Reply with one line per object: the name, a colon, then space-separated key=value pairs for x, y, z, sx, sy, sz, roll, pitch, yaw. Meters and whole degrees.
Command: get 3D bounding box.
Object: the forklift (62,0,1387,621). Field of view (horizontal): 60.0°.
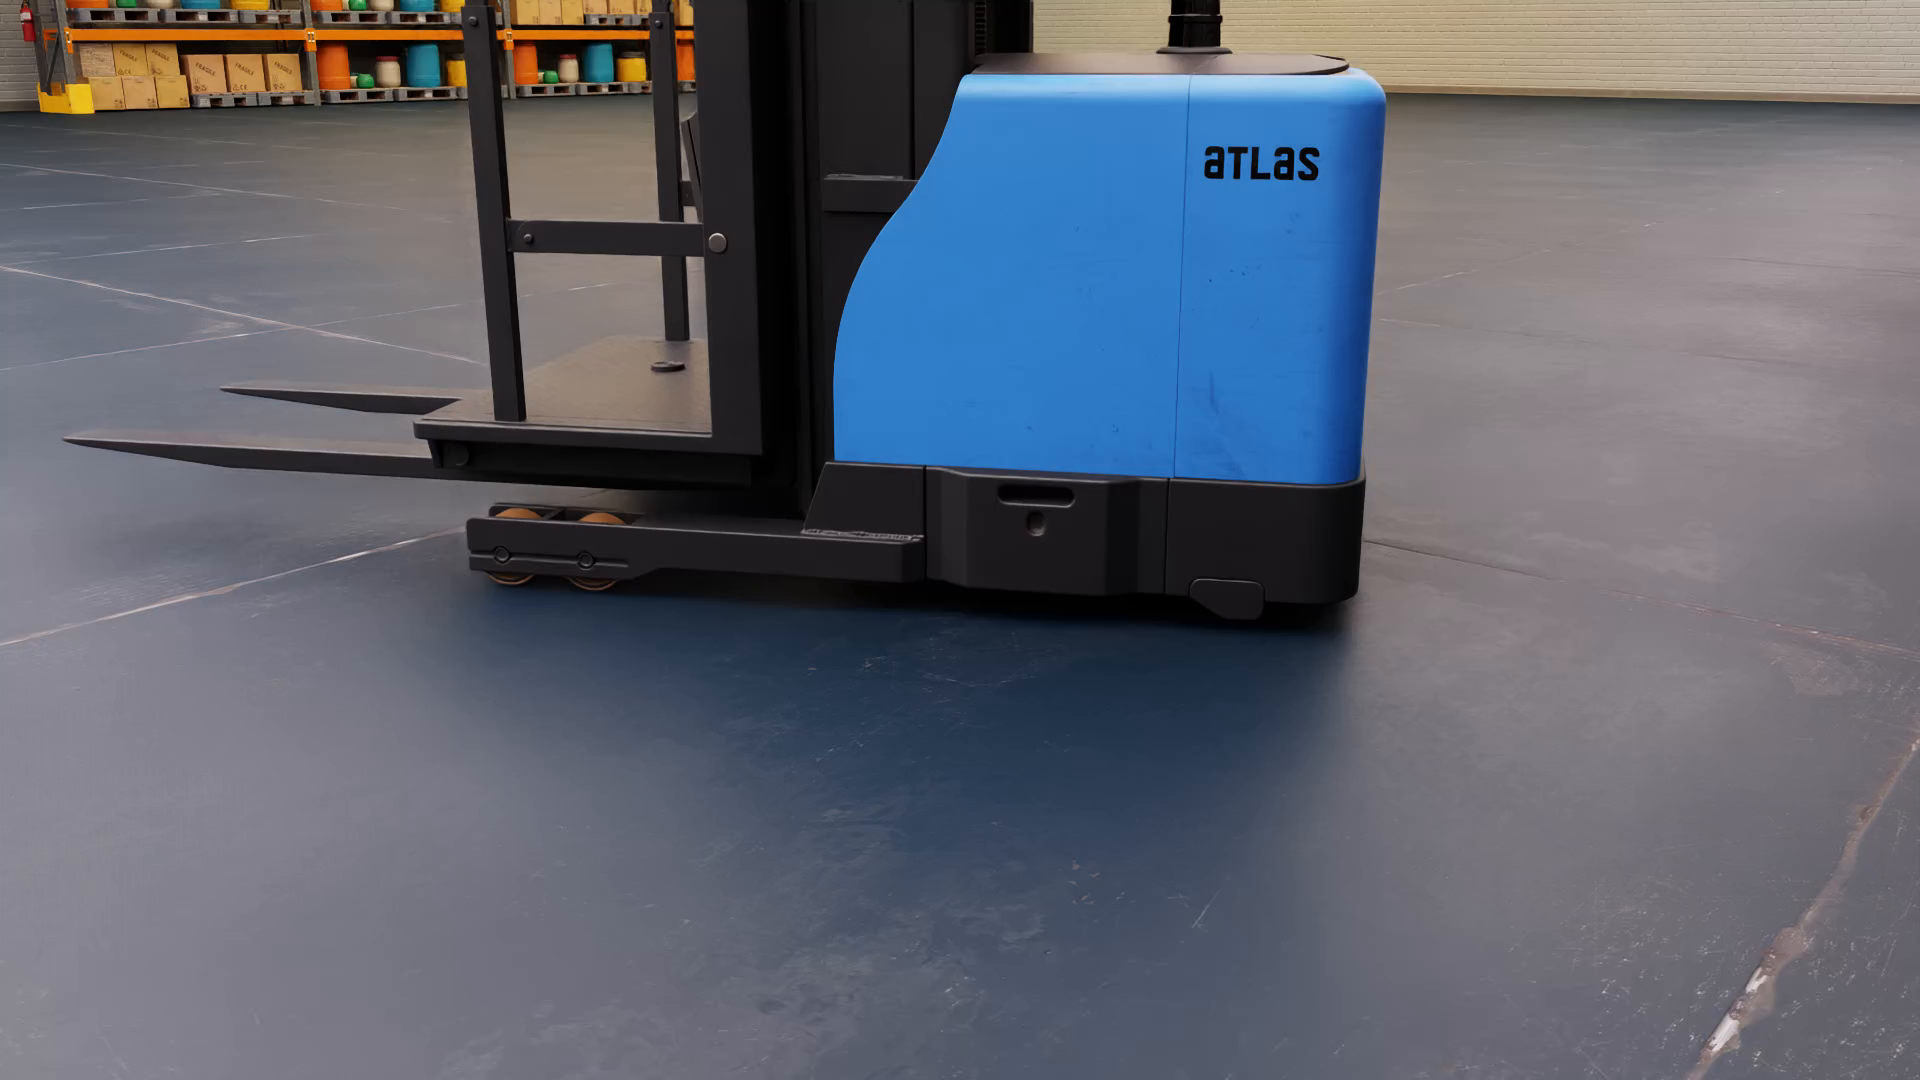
forklift: x=-0.598 y=-1.438 z=3.633 sx=3.031 sy=2.935 sz=1.130 roll=3 pitch=17 yaw=11
